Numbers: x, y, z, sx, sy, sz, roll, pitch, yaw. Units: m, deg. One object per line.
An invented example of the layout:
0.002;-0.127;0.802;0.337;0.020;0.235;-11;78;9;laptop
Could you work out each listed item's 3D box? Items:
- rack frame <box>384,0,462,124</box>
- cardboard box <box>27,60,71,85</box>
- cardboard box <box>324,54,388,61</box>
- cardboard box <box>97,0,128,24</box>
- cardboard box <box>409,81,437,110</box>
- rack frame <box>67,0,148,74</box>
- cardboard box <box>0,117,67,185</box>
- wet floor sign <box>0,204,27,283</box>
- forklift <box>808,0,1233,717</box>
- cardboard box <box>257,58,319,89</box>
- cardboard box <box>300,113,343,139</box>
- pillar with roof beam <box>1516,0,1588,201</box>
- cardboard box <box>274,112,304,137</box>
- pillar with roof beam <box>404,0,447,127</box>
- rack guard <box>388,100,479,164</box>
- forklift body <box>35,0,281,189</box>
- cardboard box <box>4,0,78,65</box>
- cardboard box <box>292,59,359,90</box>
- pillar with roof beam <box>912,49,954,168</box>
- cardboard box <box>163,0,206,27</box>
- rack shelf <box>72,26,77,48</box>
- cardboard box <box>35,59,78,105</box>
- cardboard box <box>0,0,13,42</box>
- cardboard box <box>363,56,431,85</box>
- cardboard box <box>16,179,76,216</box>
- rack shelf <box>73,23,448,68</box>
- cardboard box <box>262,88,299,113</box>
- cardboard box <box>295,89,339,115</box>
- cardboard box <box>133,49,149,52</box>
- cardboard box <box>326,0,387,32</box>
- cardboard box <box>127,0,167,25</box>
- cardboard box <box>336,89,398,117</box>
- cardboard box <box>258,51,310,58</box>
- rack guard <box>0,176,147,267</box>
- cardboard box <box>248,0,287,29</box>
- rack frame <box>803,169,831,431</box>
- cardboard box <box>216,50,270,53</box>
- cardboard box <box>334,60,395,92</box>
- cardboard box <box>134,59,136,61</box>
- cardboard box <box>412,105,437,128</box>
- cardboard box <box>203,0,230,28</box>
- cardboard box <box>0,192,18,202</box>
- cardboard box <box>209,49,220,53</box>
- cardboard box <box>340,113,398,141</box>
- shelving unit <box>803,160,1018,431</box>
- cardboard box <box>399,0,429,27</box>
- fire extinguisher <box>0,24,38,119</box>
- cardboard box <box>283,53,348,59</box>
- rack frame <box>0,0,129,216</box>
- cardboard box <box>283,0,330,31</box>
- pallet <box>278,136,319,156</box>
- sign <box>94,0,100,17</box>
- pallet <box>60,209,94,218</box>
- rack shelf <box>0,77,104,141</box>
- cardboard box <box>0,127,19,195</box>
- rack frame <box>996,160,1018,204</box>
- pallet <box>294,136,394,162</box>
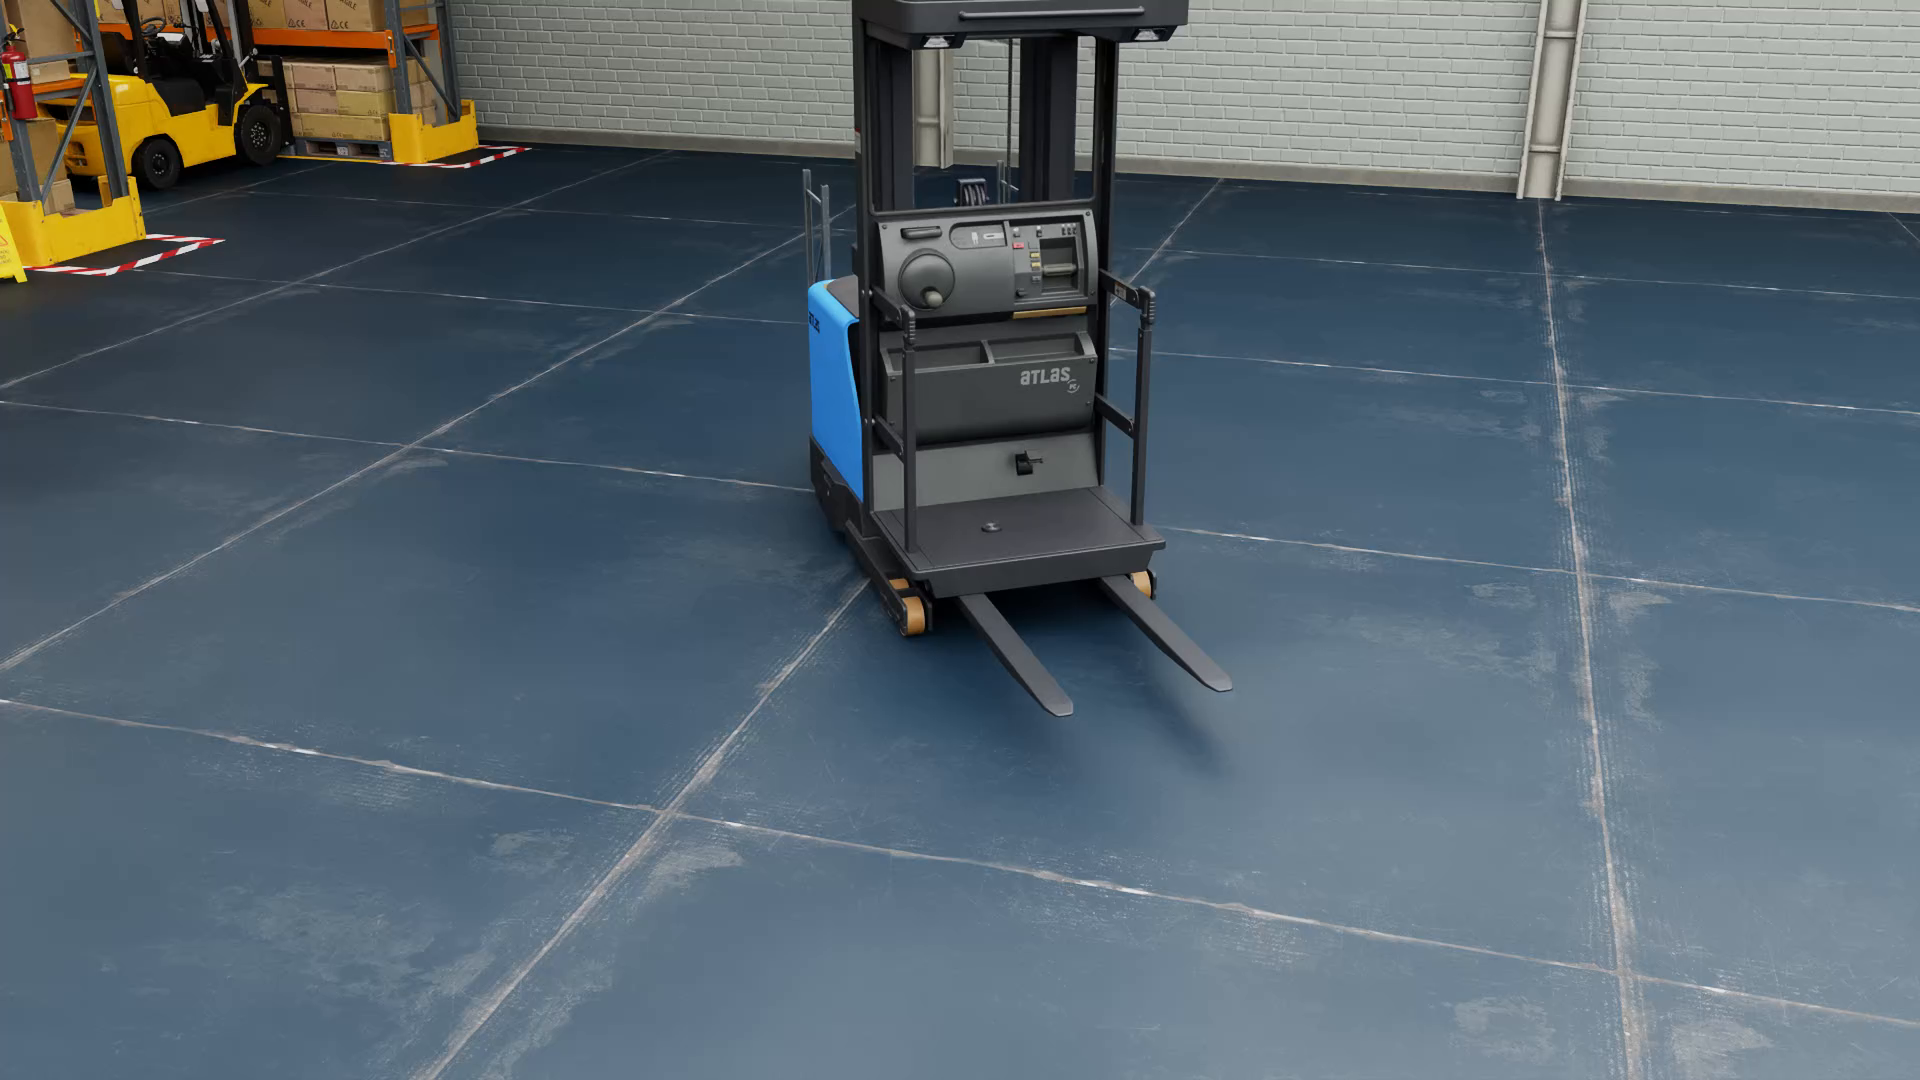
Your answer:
-5.638;-5.535;17.311;0.127;3.000;1.000;7;23;16;rack frame
-7.333;-3.727;13.235;0.250;0.149;0.380;7;23;16;cardboard box
-6.523;-5.095;17.990;0.500;0.250;0.500;7;23;16;cardboard box
-9.118;-5.876;18.011;0.500;0.500;0.500;6;23;14;cardboard box
-6.028;-4.815;17.968;0.500;0.250;0.500;7;23;16;cardboard box
-9.467;-5.973;18.380;0.127;3.000;1.000;7;23;16;rack frame
-7.783;-3.191;13.679;0.500;0.500;0.500;6;23;14;cardboard box
-7.195;-2.232;12.361;0.232;0.644;0.267;16;27;34;wet floor sign
0.190;-1.131;6.665;1.130;2.935;3.031;-7;23;-16;forklift
-7.145;-4.962;17.667;0.500;0.250;0.500;7;23;16;cardboard box
-6.652;-4.452;17.740;0.500;0.250;0.500;7;23;15;cardboard box
4.201;-5.835;10.137;0.400;9.000;9.100;7;23;16;pillar with roof beam
-7.129;-4.510;17.882;0.500;0.250;0.500;7;23;16;cardboard box
-7.288;-7.150;13.344;0.400;9.000;9.100;7;23;16;pillar with roof beam
-5.615;-4.376;17.779;0.348;0.500;1.175;7;23;16;rack guard
-7.980;-4.687;16.363;1.214;2.155;2.313;7;23;16;forklift body
-7.441;-4.068;13.210;0.500;0.500;0.500;6;23;15;cardboard box
-6.659;-4.911;17.541;0.500;0.250;0.500;7;23;16;cardboard box
-1.543;-6.492;11.740;0.400;9.000;9.100;7;23;16;pillar with roof beam
-8.129;-5.770;17.752;0.500;0.500;0.500;6;23;15;cardboard box
-11.382;-5.860;19.051;4.000;0.370;1.077;7;23;16;rack shelf
-9.970;-5.122;18.880;0.625;0.625;0.875;8;24;18;cardboard box
-7.667;-3.874;12.739;0.500;0.500;0.500;6;23;15;cardboard box
-6.043;-5.041;17.859;0.500;0.250;0.500;6;23;15;cardboard box
-7.760;-2.842;13.816;0.500;0.250;0.500;6;23;15;cardboard box
-7.552;-5.421;17.982;4.000;0.370;1.077;7;23;16;rack shelf
-7.171;-4.736;17.774;0.500;0.250;0.500;6;23;14;cardboard box
-6.671;-4.687;17.655;0.500;0.250;0.500;6;23;15;cardboard box
-8.940;-5.374;18.672;0.500;0.250;0.500;7;23;17;cardboard box
-6.185;-5.540;17.191;0.500;0.500;0.500;6;23;14;cardboard box
-8.614;-5.825;17.886;0.500;0.500;0.500;7;23;16;cardboard box
-6.194;-4.628;17.511;0.500;0.250;0.500;6;23;15;cardboard box
-7.487;-5.212;18.276;0.500;0.250;0.500;6;23;14;cardboard box
-7.141;-2.583;13.408;0.348;0.500;1.175;7;23;16;rack guard
-7.169;-5.656;17.474;0.500;0.500;0.500;6;23;14;cardboard box
-0.707;-1.077;8.415;0.032;1.500;0.500;-6;23;-14;rack frame
-7.970;-5.264;18.403;0.500;0.250;0.500;7;23;16;cardboard box
-6.169;-4.857;17.410;0.500;0.250;0.500;7;23;17;cardboard box
-8.608;-5.131;18.079;0.500;0.250;0.500;7;23;16;cardboard box
-6.051;-4.582;18.057;0.500;0.250;0.500;7;23;16;cardboard box
-7.654;-5.707;17.599;0.500;0.500;0.500;7;23;16;cardboard box
-7.943;-2.647;13.339;0.500;0.250;0.500;6;23;15;cardboard box
-8.451;-5.324;18.550;0.500;0.250;0.500;6;23;15;cardboard box
-6.179;-4.394;17.599;0.500;0.250;0.500;7;23;16;cardboard box
-0.218;-1.129;8.542;1.048;1.500;0.538;-6;23;-14;shelving unit
-6.032;-5.736;17.670;0.500;0.500;0.500;7;23;17;cardboard box
-7.092;-3.515;12.489;0.183;0.674;0.296;7;23;16;fire extinguisher
-6.998;-5.153;18.133;0.500;0.250;0.500;6;23;15;cardboard box
-7.068;-3.731;12.913;0.127;3.000;1.000;7;23;16;rack frame
-6.679;-5.600;17.338;0.500;0.500;0.500;7;23;17;cardboard box
-7.546;-4.448;18.335;1.213;0.211;1.003;7;23;15;pallet
-6.911;-4.329;13.230;0.005;0.325;0.100;7;23;16;sign
-7.908;-2.551;13.711;1.213;0.211;1.003;7;23;16;pallet
-8.983;-3.617;13.584;4.000;0.370;1.077;7;23;16;rack shelf
-7.910;-2.993;13.196;0.500;0.500;0.500;7;23;16;cardboard box
0.272;-1.181;8.669;0.032;1.500;0.500;-6;23;-14;rack frame
-6.382;-4.313;18.007;1.213;0.211;1.003;7;23;16;pallet
